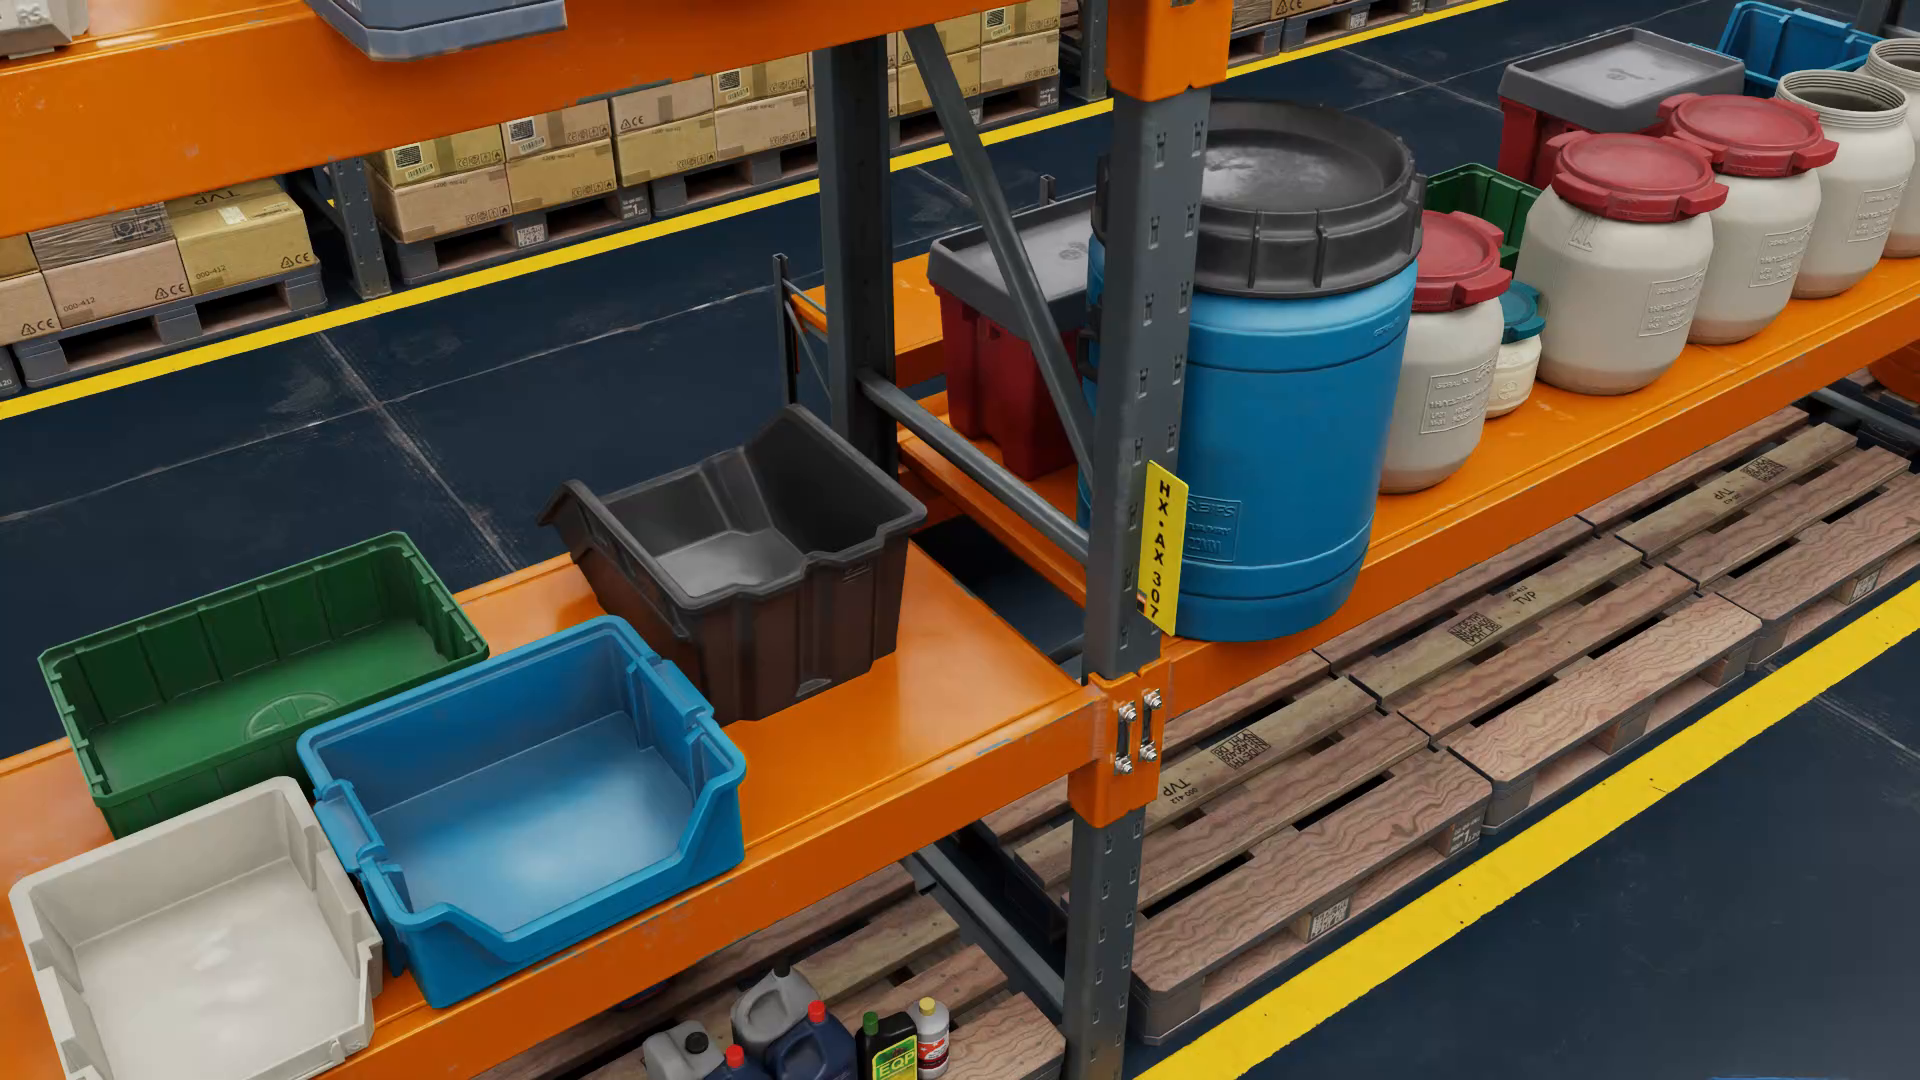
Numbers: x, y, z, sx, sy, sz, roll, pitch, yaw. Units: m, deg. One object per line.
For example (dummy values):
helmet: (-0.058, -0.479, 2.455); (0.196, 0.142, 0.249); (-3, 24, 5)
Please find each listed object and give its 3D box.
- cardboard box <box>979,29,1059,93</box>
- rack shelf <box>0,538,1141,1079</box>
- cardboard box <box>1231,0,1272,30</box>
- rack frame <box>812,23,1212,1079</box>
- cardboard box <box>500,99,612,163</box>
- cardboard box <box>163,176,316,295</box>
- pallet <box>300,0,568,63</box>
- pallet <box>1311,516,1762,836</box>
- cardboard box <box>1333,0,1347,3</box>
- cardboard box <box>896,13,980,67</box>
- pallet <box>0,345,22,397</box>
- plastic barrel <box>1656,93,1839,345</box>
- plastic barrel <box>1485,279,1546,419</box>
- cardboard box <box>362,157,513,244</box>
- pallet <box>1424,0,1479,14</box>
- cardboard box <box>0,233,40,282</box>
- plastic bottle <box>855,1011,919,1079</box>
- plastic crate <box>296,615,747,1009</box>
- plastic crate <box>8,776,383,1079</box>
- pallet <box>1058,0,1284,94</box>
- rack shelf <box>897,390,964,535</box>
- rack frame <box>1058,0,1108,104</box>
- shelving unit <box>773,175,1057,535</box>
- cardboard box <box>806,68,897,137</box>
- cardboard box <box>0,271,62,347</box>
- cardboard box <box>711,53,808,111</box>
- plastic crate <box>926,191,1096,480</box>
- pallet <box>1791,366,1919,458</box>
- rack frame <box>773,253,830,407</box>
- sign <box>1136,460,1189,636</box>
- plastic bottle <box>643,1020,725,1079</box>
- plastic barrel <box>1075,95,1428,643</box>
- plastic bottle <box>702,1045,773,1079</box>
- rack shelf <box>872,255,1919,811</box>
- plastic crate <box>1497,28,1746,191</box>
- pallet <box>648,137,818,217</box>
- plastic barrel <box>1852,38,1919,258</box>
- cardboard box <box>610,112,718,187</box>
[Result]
cardboard box: (0.175, -2.608, 8.802); (0.500, 0.250, 0.500); (-21, 41, -27)
rack shelf: (-1.589, 0.829, 2.645); (4.000, 0.370, 1.077); (-22, 41, -28)
cardboard box: (1.426, -3.206, 9.403); (0.500, 0.500, 0.500); (-24, 42, -29)
rack frame: (0.045, -0.136, 3.370); (0.127, 3.000, 1.000); (-22, 41, -28)
cardboard box: (-1.911, -1.969, 7.434); (0.500, 0.311, 0.500); (-23, 42, -28)
cardboard box: (-3.058, -1.296, 6.978); (0.500, 0.250, 0.500); (-22, 41, -28)
pallet: (-0.488, -0.988, 2.147); (1.003, 0.211, 1.213); (-22, 41, -28)
pallet: (1.663, 0.300, 5.152); (1.213, 0.211, 1.003); (-22, 41, -28)
cardboard box: (2.263, -3.551, 9.882); (0.500, 0.500, 0.500); (-24, 42, -29)
cardboard box: (-0.243, -2.657, 8.391); (0.500, 0.311, 0.500); (-23, 42, -29)
pallet: (-4.477, -0.709, 6.555); (1.213, 0.211, 1.003); (-22, 41, -28)
plastic barrel: (1.907, -0.801, 4.178); (0.433, 0.535, 0.433); (0, 36, 0)
plastic barrel: (1.216, -0.452, 3.928); (0.301, 0.262, 0.301); (0, 36, 0)
cardboard box: (-2.333, -1.573, 7.364); (0.500, 0.250, 0.500); (-23, 42, -29)
pallet: (3.091, -3.769, 10.809); (1.213, 0.211, 1.003); (-22, 41, -28)
cardboard box: (-3.880, -1.267, 6.296); (0.500, 0.500, 0.500); (-22, 41, -28)
plastic bottle: (-0.158, 1.107, 3.591); (0.133, 0.283, 0.061); (-20, 40, -26)
plastic crate: (-0.703, 0.426, 2.716); (0.616, 0.251, 0.499); (-22, 41, -28)
plastic crate: (-1.136, 0.638, 2.520); (0.437, 0.136, 0.530); (-22, 41, -28)
pallet: (1.097, -2.948, 9.668); (1.213, 0.211, 1.003); (-22, 41, -28)
rack shelf: (0.006, -0.260, 5.567); (1.000, 0.278, 0.538); (-22, 41, -28)
rack frame: (0.465, -3.847, 8.530); (0.127, 3.000, 1.000); (-22, 41, -28)
shelving unit: (0.006, -0.459, 5.425); (1.048, 1.125, 0.538); (-22, 41, -28)
cardboard box: (-0.657, -2.265, 8.326); (0.500, 0.250, 0.500); (-21, 41, -27)
cardboard box: (-3.873, -0.957, 6.507); (0.500, 0.250, 0.500); (-22, 41, -28)
cardboard box: (-1.068, -2.321, 7.923); (0.500, 0.311, 0.500); (-21, 41, -27)
plastic crate: (0.265, -0.471, 3.781); (0.583, 0.464, 0.402); (-22, 41, -28)
pallet: (3.935, -0.635, 6.452); (1.213, 0.211, 1.003); (-22, 41, -28)
rack frame: (-0.410, -0.288, 5.187); (0.032, 1.125, 0.500); (-22, 41, -28)
sign: (0.353, 0.018, 2.919); (0.005, 0.325, 0.100); (-22, 41, -28)
plastic bottle: (-0.578, 1.147, 3.542); (0.135, 0.276, 0.152); (-22, 41, -28)
plastic barrel: (0.536, -0.325, 3.204); (0.708, 0.901, 0.600); (-22, 41, -28)
plastic bottle: (-0.472, 1.179, 3.433); (0.185, 0.351, 0.144); (-25, 42, -30)
rack shelf: (1.680, -0.517, 4.516); (4.000, 0.370, 1.077); (-22, 41, -28)
plastic crate: (1.818, -1.110, 4.670); (0.583, 0.464, 0.402); (-22, 41, -28)
pallet: (-1.227, -2.049, 8.418); (1.213, 0.211, 1.003); (-22, 41, -28)
plastic barrel: (2.597, -1.079, 4.586); (0.421, 0.512, 0.421); (0, 36, 0)
cardboard box: (-1.492, -1.920, 7.846); (0.500, 0.250, 0.500); (-24, 42, -29)
